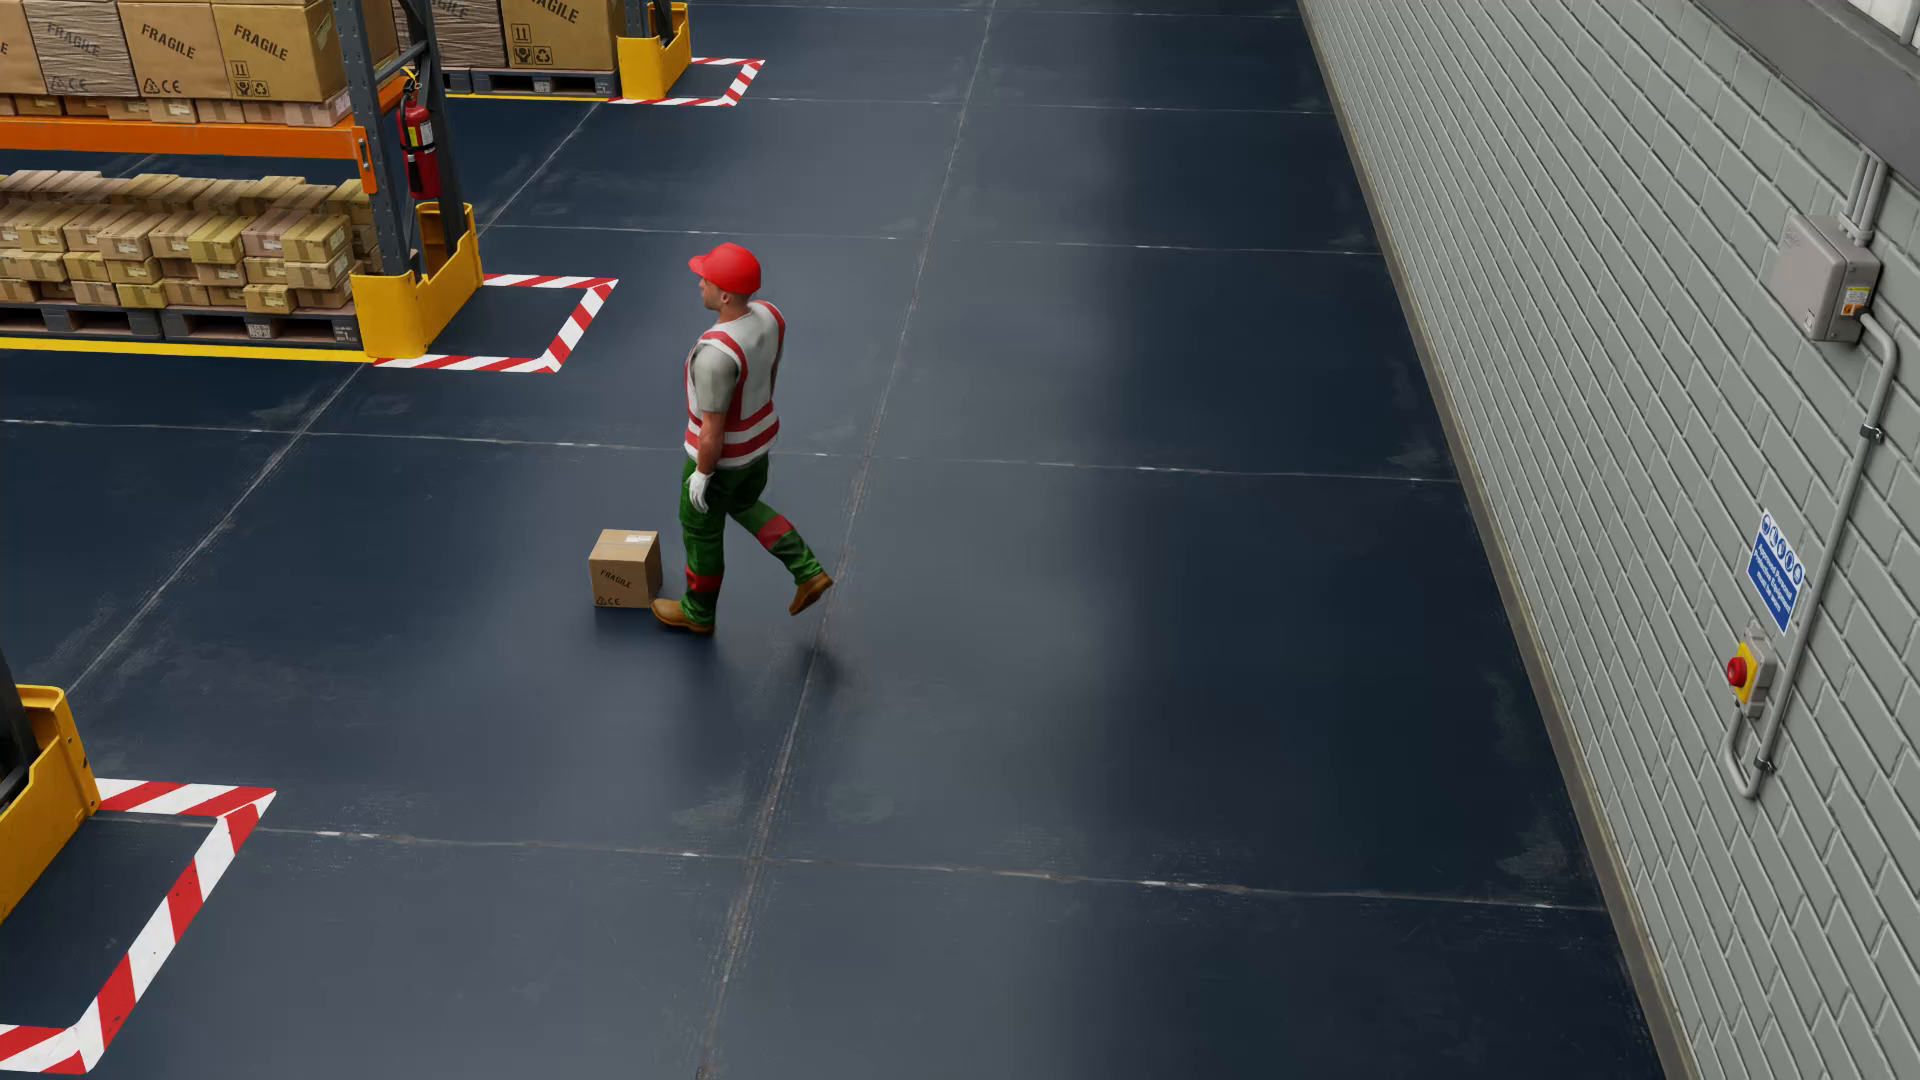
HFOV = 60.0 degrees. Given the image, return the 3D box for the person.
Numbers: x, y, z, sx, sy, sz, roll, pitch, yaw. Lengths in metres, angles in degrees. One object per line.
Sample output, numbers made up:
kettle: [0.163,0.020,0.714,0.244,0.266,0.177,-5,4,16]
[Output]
person: [-0.938,-0.379,6.710,0.782,1.780,0.579,17,35,25]
